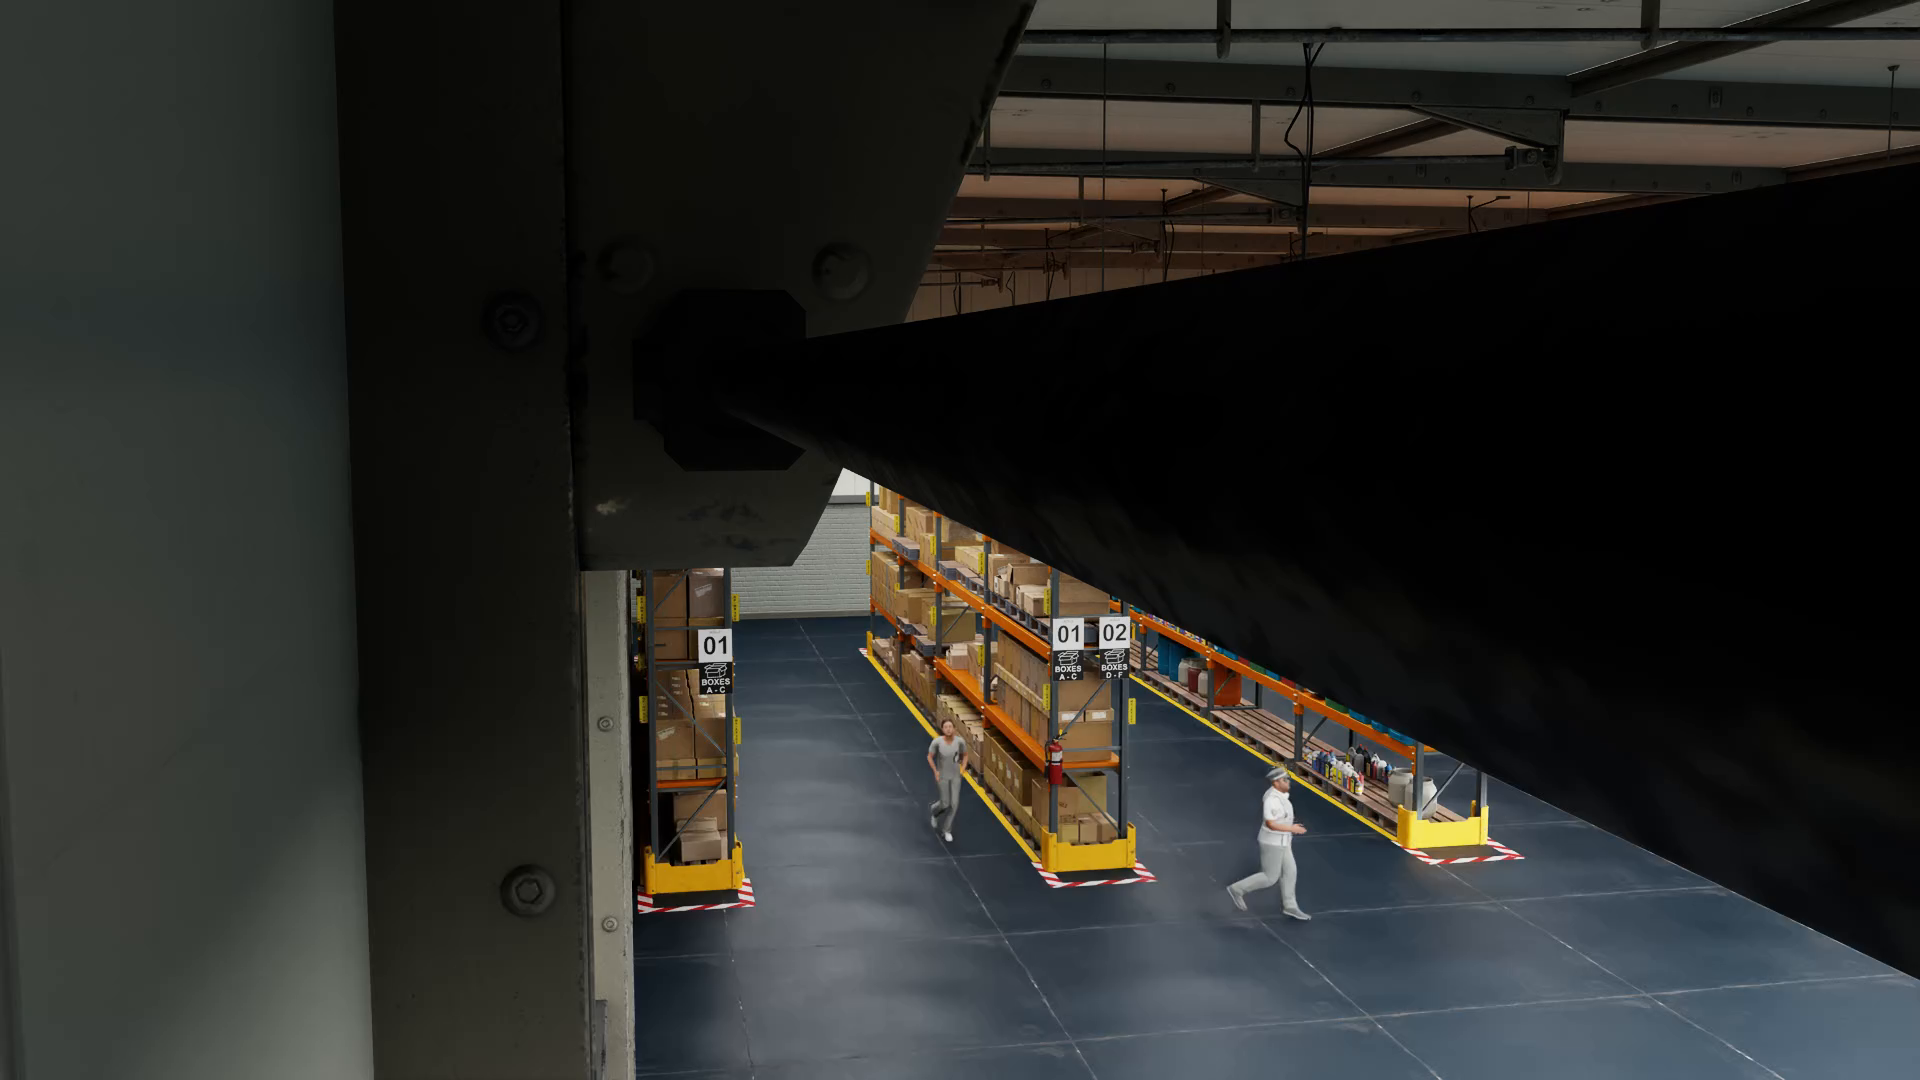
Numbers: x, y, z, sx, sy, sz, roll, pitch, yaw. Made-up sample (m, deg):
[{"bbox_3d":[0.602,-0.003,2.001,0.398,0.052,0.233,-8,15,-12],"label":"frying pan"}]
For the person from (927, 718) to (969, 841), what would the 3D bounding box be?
[{"bbox_3d":[-0.150,3.196,22.355,0.560,1.639,0.605,-1,6,-13],"label":"person"}]

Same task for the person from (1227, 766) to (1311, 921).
[{"bbox_3d":[3.575,3.465,19.112,0.939,1.796,0.672,2,6,18],"label":"person"}]
